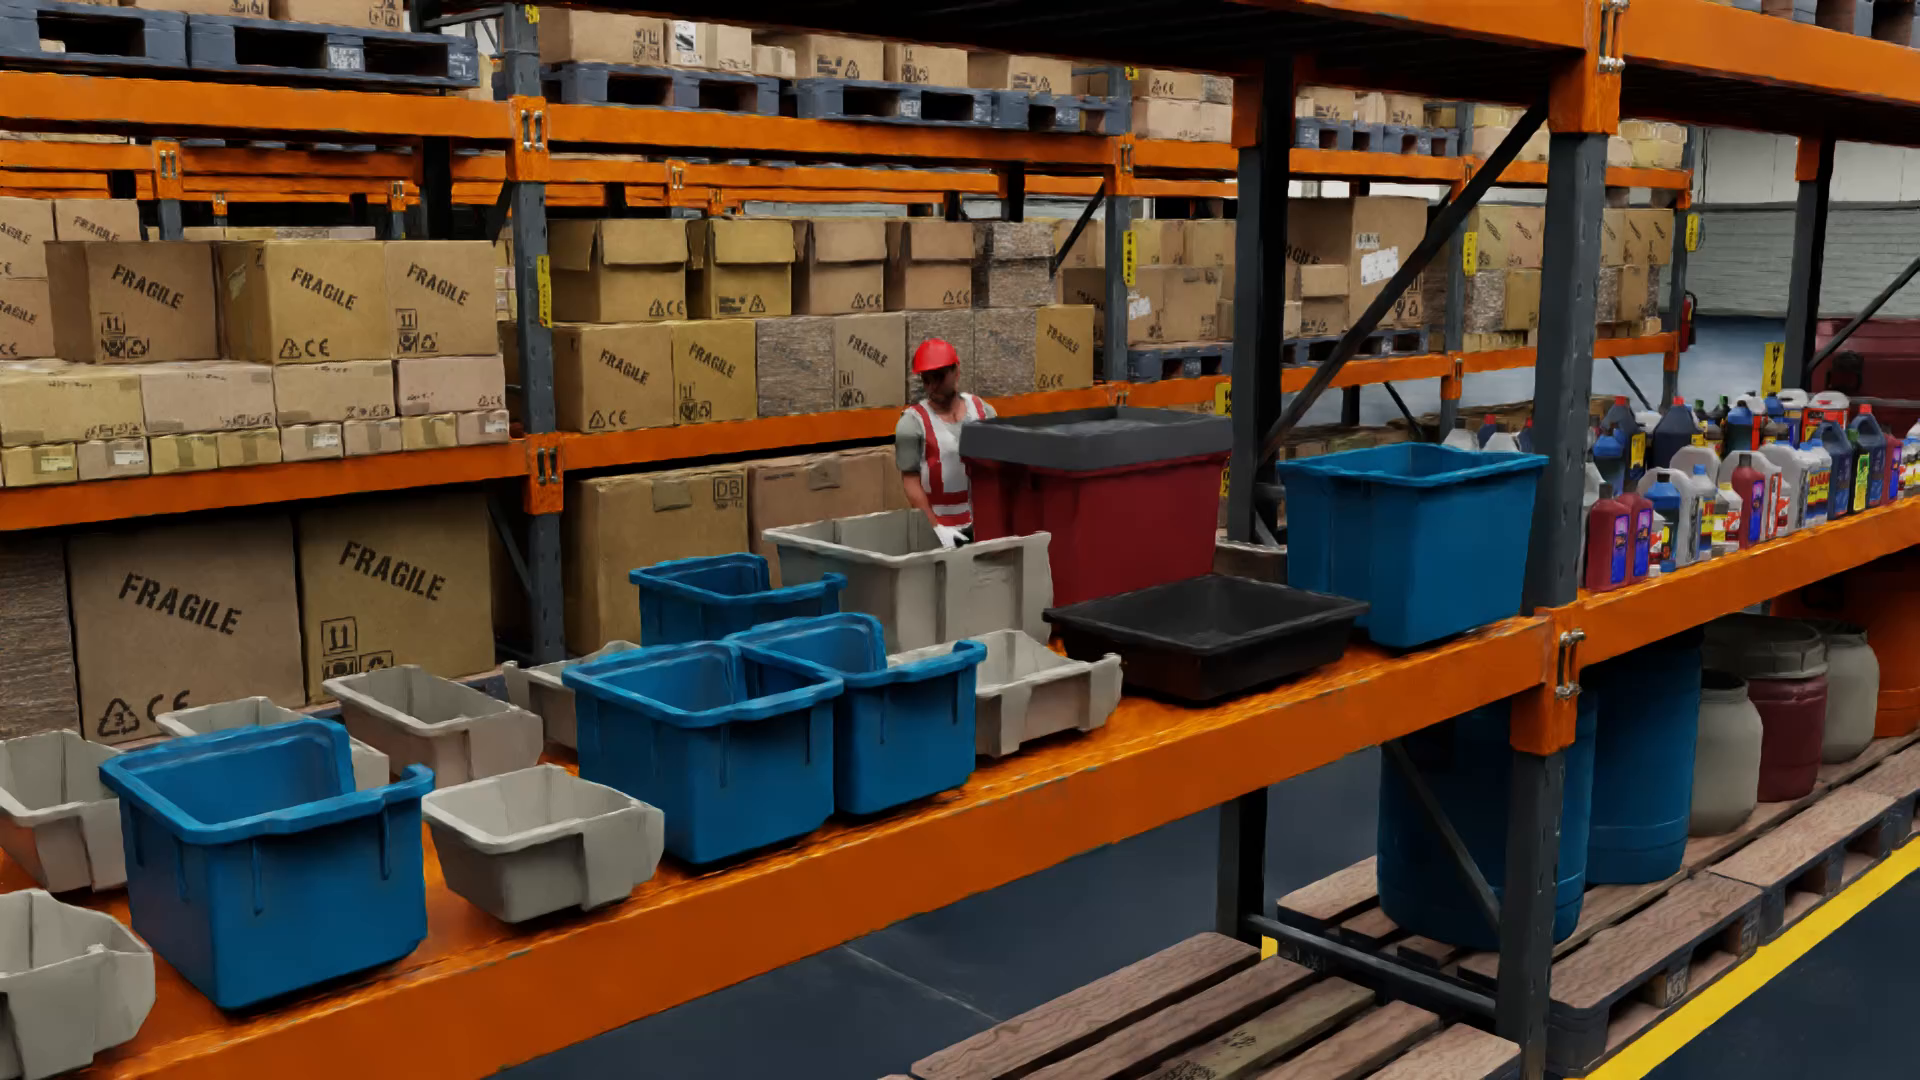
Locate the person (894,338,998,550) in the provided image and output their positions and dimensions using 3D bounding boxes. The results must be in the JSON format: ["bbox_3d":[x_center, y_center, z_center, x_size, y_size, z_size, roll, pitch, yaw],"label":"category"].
[{"bbox_3d":[0.047,-0.052,7.660,0.729,1.757,0.519,-5,12,-25],"label":"person"}]
